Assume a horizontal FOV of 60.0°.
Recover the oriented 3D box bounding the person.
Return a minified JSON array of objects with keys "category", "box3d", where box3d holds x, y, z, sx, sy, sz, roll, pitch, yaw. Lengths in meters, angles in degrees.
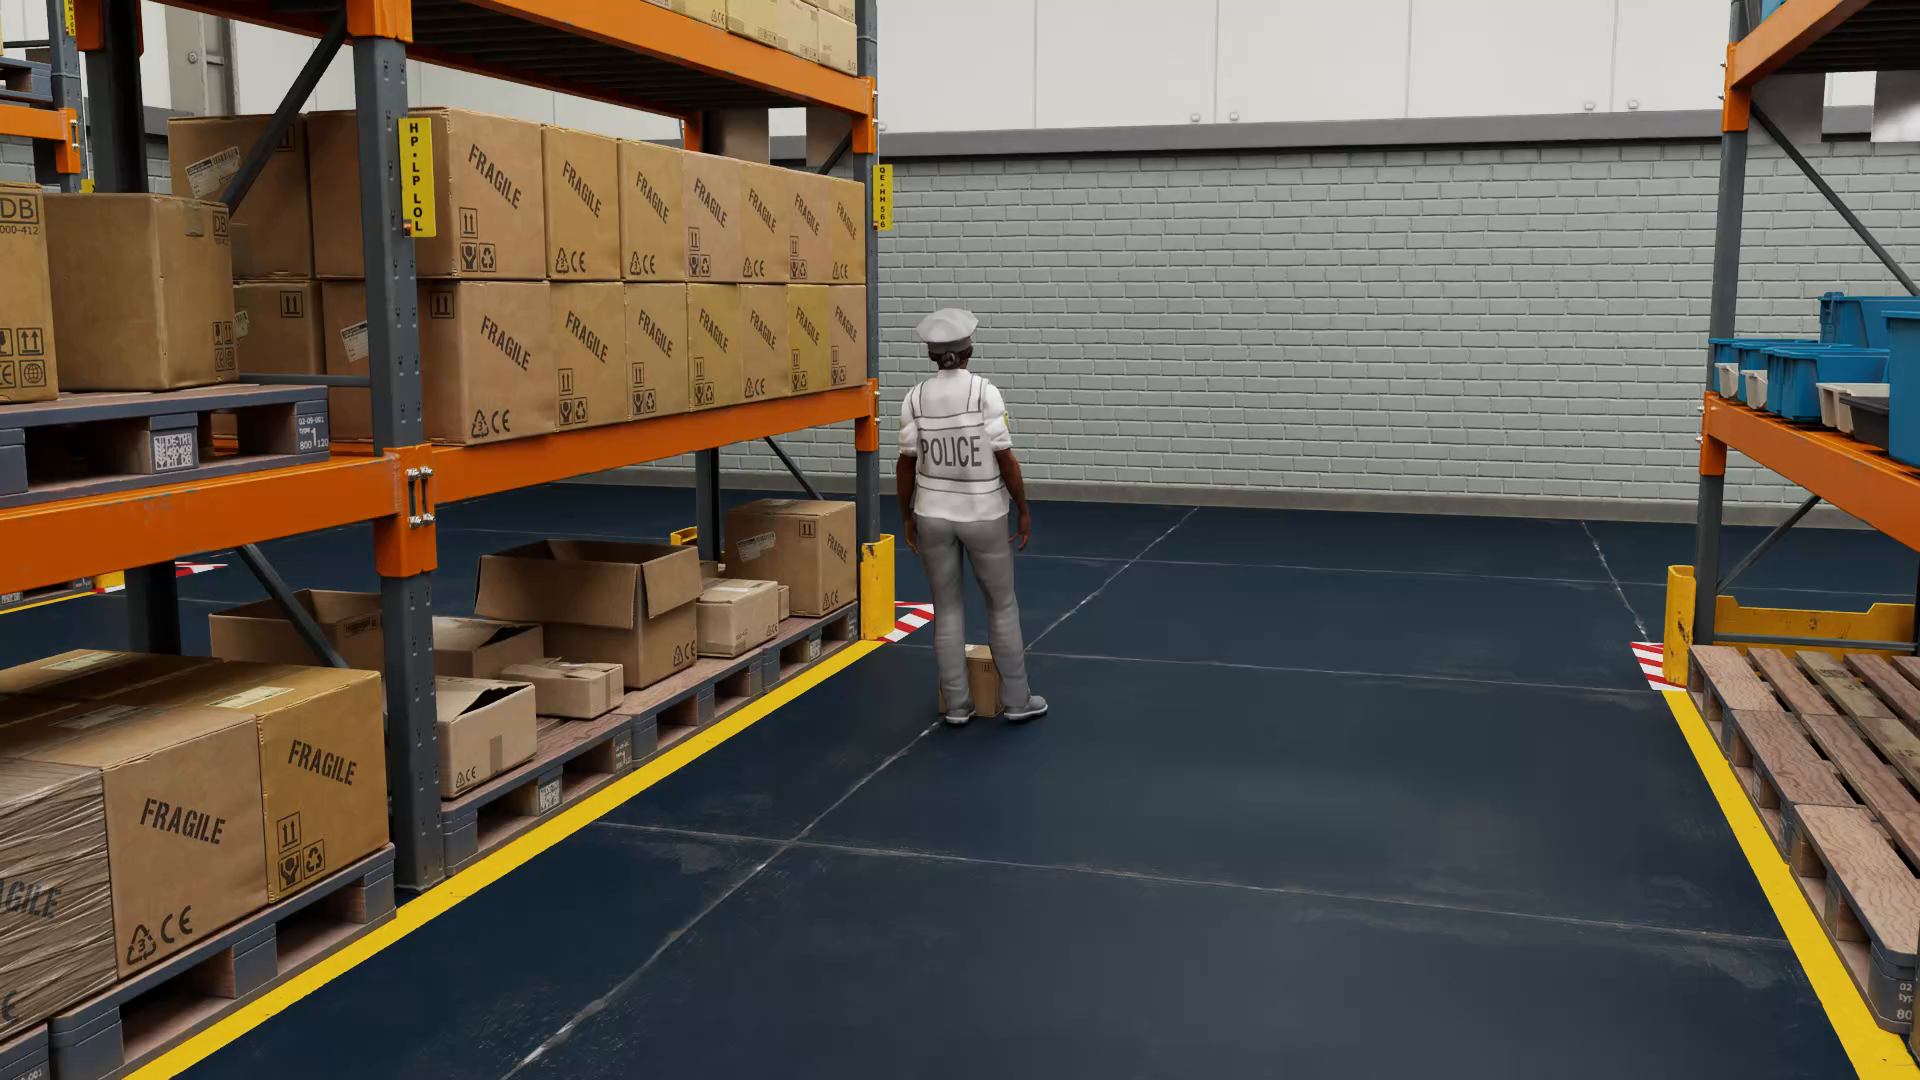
[{"category":"person","box3d":[0.042,-0.094,6.795,0.569,1.696,0.528,2,9,16]}]
